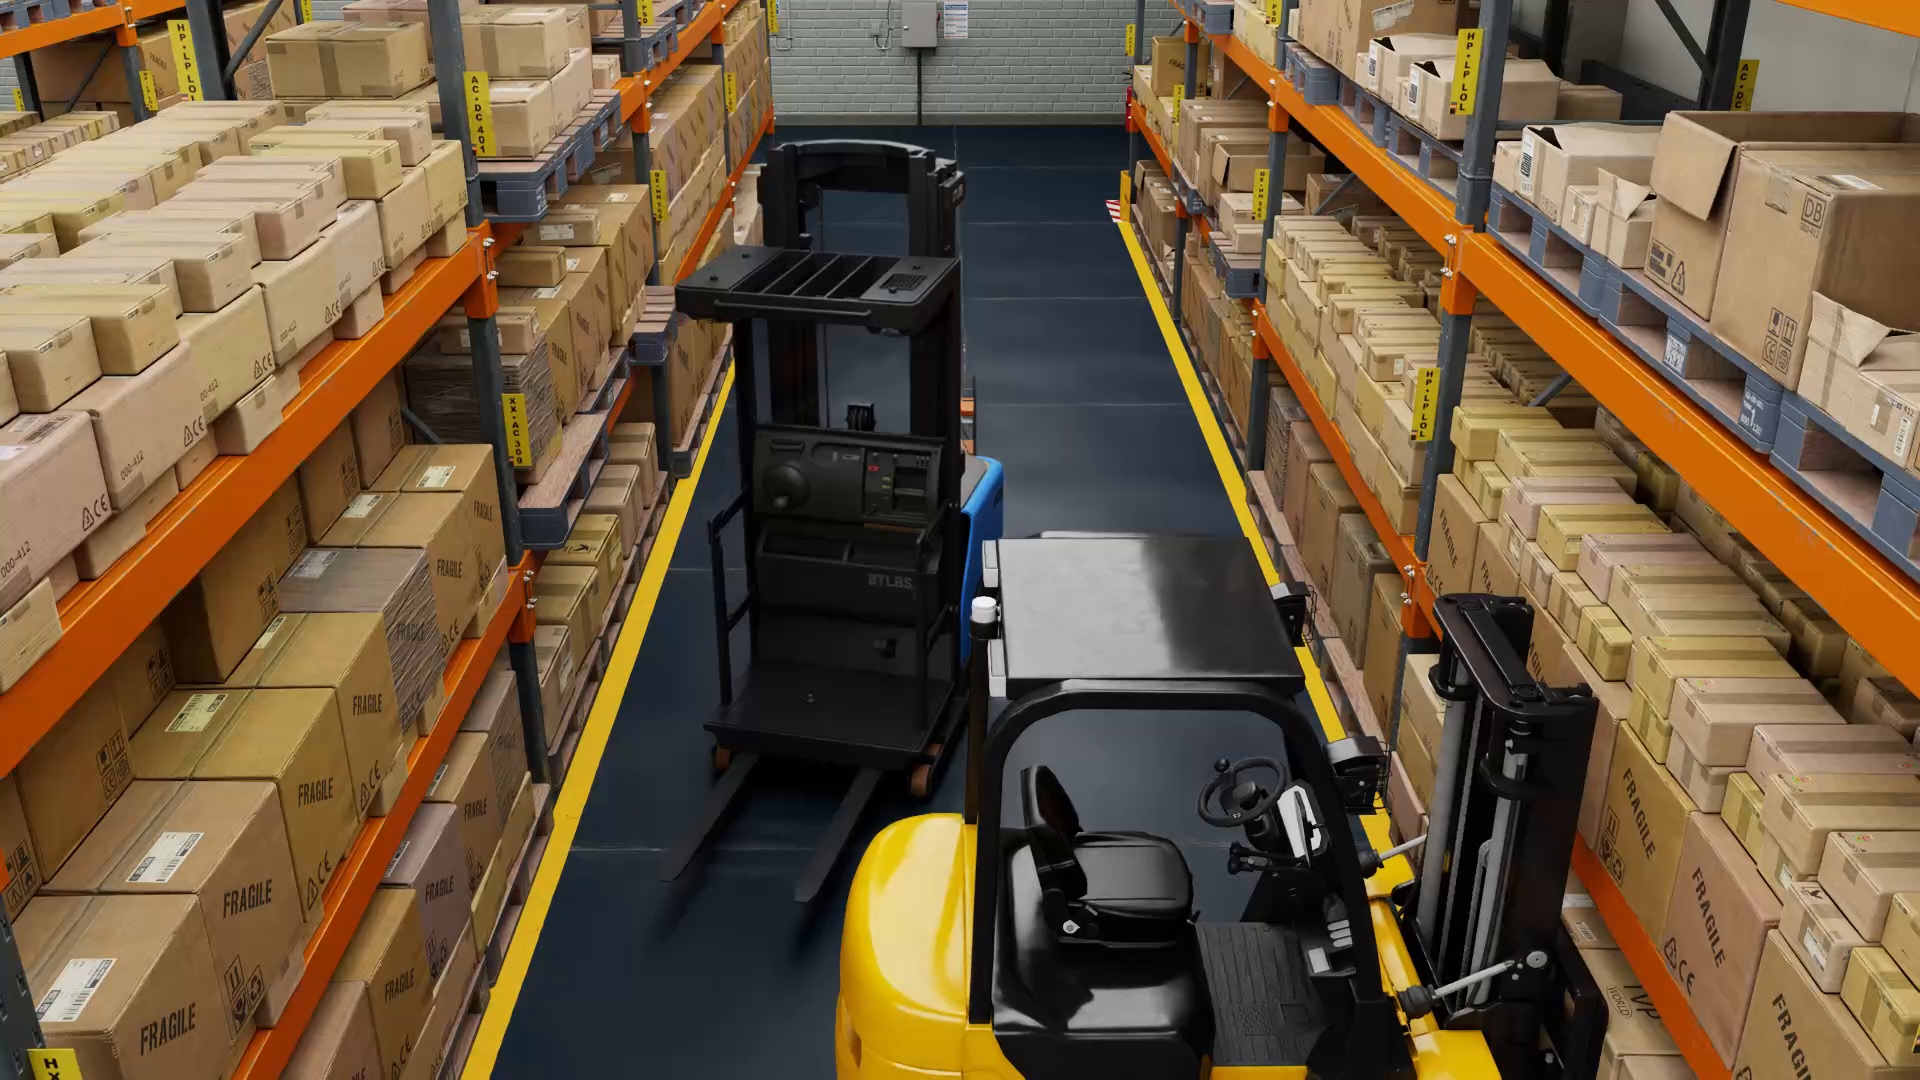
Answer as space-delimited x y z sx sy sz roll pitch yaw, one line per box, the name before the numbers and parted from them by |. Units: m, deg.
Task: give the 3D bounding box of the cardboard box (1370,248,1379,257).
cardboard box | 2.766 -1.716 10.479 0.500 0.250 0.500 0 24 1

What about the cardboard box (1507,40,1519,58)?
cardboard box | 2.718 -2.561 8.785 0.380 0.166 0.250 0 24 -1

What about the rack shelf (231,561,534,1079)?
rack shelf | -2.415 1.084 5.587 1.077 0.370 4.000 0 24 -1

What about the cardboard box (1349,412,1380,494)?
cardboard box | 2.249 -0.437 8.259 0.500 0.250 0.500 0 24 -1

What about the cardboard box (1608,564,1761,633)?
cardboard box | 2.348 0.197 5.405 0.380 0.149 0.250 0 24 0

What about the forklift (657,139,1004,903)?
forklift | -0.595 -0.269 7.788 1.130 2.935 3.031 6 25 13

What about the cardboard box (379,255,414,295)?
cardboard box | -2.186 -0.982 5.946 0.380 0.149 0.250 0 24 0

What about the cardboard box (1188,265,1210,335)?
cardboard box | 2.236 -2.021 14.103 0.500 0.500 0.500 -1 24 -1

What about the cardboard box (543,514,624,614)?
cardboard box | -2.465 0.139 9.482 0.950 0.372 0.625 1 24 1

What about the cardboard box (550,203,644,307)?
cardboard box | -2.181 -1.690 9.854 0.500 0.500 0.500 -1 24 -1

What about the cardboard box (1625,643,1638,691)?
cardboard box | 2.336 0.442 5.225 0.380 0.149 0.250 0 24 -1

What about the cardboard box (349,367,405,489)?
cardboard box | -2.648 -0.523 6.570 0.700 0.500 0.500 -1 24 -1

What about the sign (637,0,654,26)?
sign | -1.937 -3.320 10.184 0.100 0.325 0.005 0 24 -1

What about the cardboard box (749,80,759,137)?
cardboard box | -2.273 -4.229 16.340 0.500 0.500 0.500 0 24 1

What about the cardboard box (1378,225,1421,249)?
cardboard box | 2.804 -1.841 10.272 0.380 0.149 0.250 0 24 1

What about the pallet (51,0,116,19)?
pallet | -7.572 -4.327 13.265 1.213 0.211 1.003 0 24 -1

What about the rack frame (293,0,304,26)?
rack frame | -7.516 -4.949 18.053 1.000 3.000 0.127 0 24 -1

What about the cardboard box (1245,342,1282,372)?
cardboard box | 2.225 -1.291 11.700 0.380 0.149 0.250 -1 24 -3

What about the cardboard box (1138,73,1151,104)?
cardboard box | 2.137 -4.708 17.341 0.500 0.250 0.500 0 24 0

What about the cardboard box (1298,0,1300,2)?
cardboard box | 2.184 -3.496 10.538 0.380 0.149 0.250 1 24 1

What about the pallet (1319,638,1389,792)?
pallet | 2.480 0.875 8.559 1.003 0.211 1.213 0 24 -1

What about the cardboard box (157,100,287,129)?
cardboard box | -2.759 -1.552 6.240 0.380 0.149 0.250 -1 24 -1

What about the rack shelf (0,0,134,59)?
rack shelf | -7.451 -3.516 12.116 1.077 0.370 4.000 0 24 -1

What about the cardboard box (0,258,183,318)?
cardboard box | -2.179 -0.595 4.123 0.380 0.149 0.250 0 24 -1

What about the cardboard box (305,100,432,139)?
cardboard box | -2.215 -1.554 6.244 0.380 0.149 0.250 0 24 1

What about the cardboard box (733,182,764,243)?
cardboard box | -2.442 -3.388 17.201 0.875 0.438 0.875 0 24 1

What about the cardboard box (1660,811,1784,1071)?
cardboard box | 2.306 1.095 4.567 0.500 0.500 0.500 0 24 1

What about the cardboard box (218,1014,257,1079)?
cardboard box | -2.128 1.340 4.452 0.380 0.149 0.250 -1 24 -2

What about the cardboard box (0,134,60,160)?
cardboard box | -7.266 -3.058 12.944 0.380 0.149 0.250 -1 24 -2

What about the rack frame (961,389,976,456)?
rack frame | 0.001 -0.450 10.471 0.200 1.050 0.008 0 24 -1

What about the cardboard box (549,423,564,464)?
cardboard box | -2.120 -0.477 7.960 0.380 0.149 0.250 0 24 1

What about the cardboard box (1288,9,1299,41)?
cardboard box | 2.183 -3.092 9.960 0.380 0.166 0.250 0 24 -1

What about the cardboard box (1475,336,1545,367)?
cardboard box | 2.762 -0.898 8.187 0.380 0.149 0.250 0 24 -1

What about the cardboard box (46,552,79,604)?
cardboard box | -2.164 0.082 3.594 0.380 0.149 0.250 -1 24 -2

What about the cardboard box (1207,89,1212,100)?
cardboard box | 2.677 -4.284 16.402 0.500 0.250 0.500 0 24 -1

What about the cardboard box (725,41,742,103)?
cardboard box | -2.286 -4.271 15.219 0.500 0.500 0.500 -1 24 -1

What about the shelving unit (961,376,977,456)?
shelving unit | -0.001 -0.500 10.582 0.215 1.050 0.252 0 24 -1

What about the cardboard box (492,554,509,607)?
cardboard box | -2.128 0.177 7.023 0.380 0.149 0.250 -1 24 -1

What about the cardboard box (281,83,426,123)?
cardboard box | -2.588 -1.798 7.118 0.500 0.250 0.500 -1 24 -2

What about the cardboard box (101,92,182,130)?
cardboard box | -7.226 -3.687 14.780 0.500 0.500 0.500 -1 24 -2

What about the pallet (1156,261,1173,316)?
pallet | 2.433 -2.401 15.803 1.003 0.211 1.213 0 24 -1

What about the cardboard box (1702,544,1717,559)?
cardboard box | 2.770 0.120 5.937 0.380 0.149 0.250 1 24 1

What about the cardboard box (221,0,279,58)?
cardboard box | -7.257 -5.189 16.889 0.500 0.500 0.500 -1 24 -2

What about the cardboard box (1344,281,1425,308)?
cardboard box | 2.316 -1.310 9.098 0.380 0.149 0.250 0 24 -1

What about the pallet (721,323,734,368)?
pallet | -2.440 -1.777 14.422 1.003 0.211 1.213 0 24 -1

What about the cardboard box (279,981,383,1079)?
cardboard box | -2.136 1.741 5.178 0.500 0.500 0.500 -1 24 -3

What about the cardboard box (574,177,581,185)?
cardboard box | -2.747 -2.429 11.147 0.500 0.500 0.500 -1 24 -2

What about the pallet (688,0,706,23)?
pallet | -2.464 -4.267 13.136 0.805 0.209 1.217 -1 24 -3

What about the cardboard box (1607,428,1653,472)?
cardboard box | 2.794 -0.335 6.581 0.380 0.149 0.250 -1 24 -2

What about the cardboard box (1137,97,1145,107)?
cardboard box | 2.125 -4.786 17.996 0.380 0.149 0.250 0 24 -1

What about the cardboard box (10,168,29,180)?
cardboard box | -7.256 -2.707 12.529 0.380 0.149 0.250 1 24 1

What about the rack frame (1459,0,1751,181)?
rack frame | 2.527 -2.825 6.077 1.000 3.000 0.127 0 24 -1

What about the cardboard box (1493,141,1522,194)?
cardboard box | 2.228 -1.395 6.228 0.380 0.149 0.250 0 24 1

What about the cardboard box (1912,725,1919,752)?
cardboard box | 2.807 0.621 4.466 0.380 0.149 0.250 0 24 0

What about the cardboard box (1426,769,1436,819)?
cardboard box | 2.231 1.150 6.788 0.500 0.250 0.500 0 24 -1

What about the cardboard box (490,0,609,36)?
cardboard box | -2.635 -3.476 10.521 0.797 0.503 0.637 -2 24 -4

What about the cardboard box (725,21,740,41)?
cardboard box | -2.247 -4.716 15.415 0.380 0.149 0.250 -1 24 -2

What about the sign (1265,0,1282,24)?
sign | 1.941 -3.341 10.230 0.100 0.325 0.005 0 24 -1

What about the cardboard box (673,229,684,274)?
cardboard box | -2.257 -2.062 11.852 0.500 0.250 0.500 -1 24 -2
